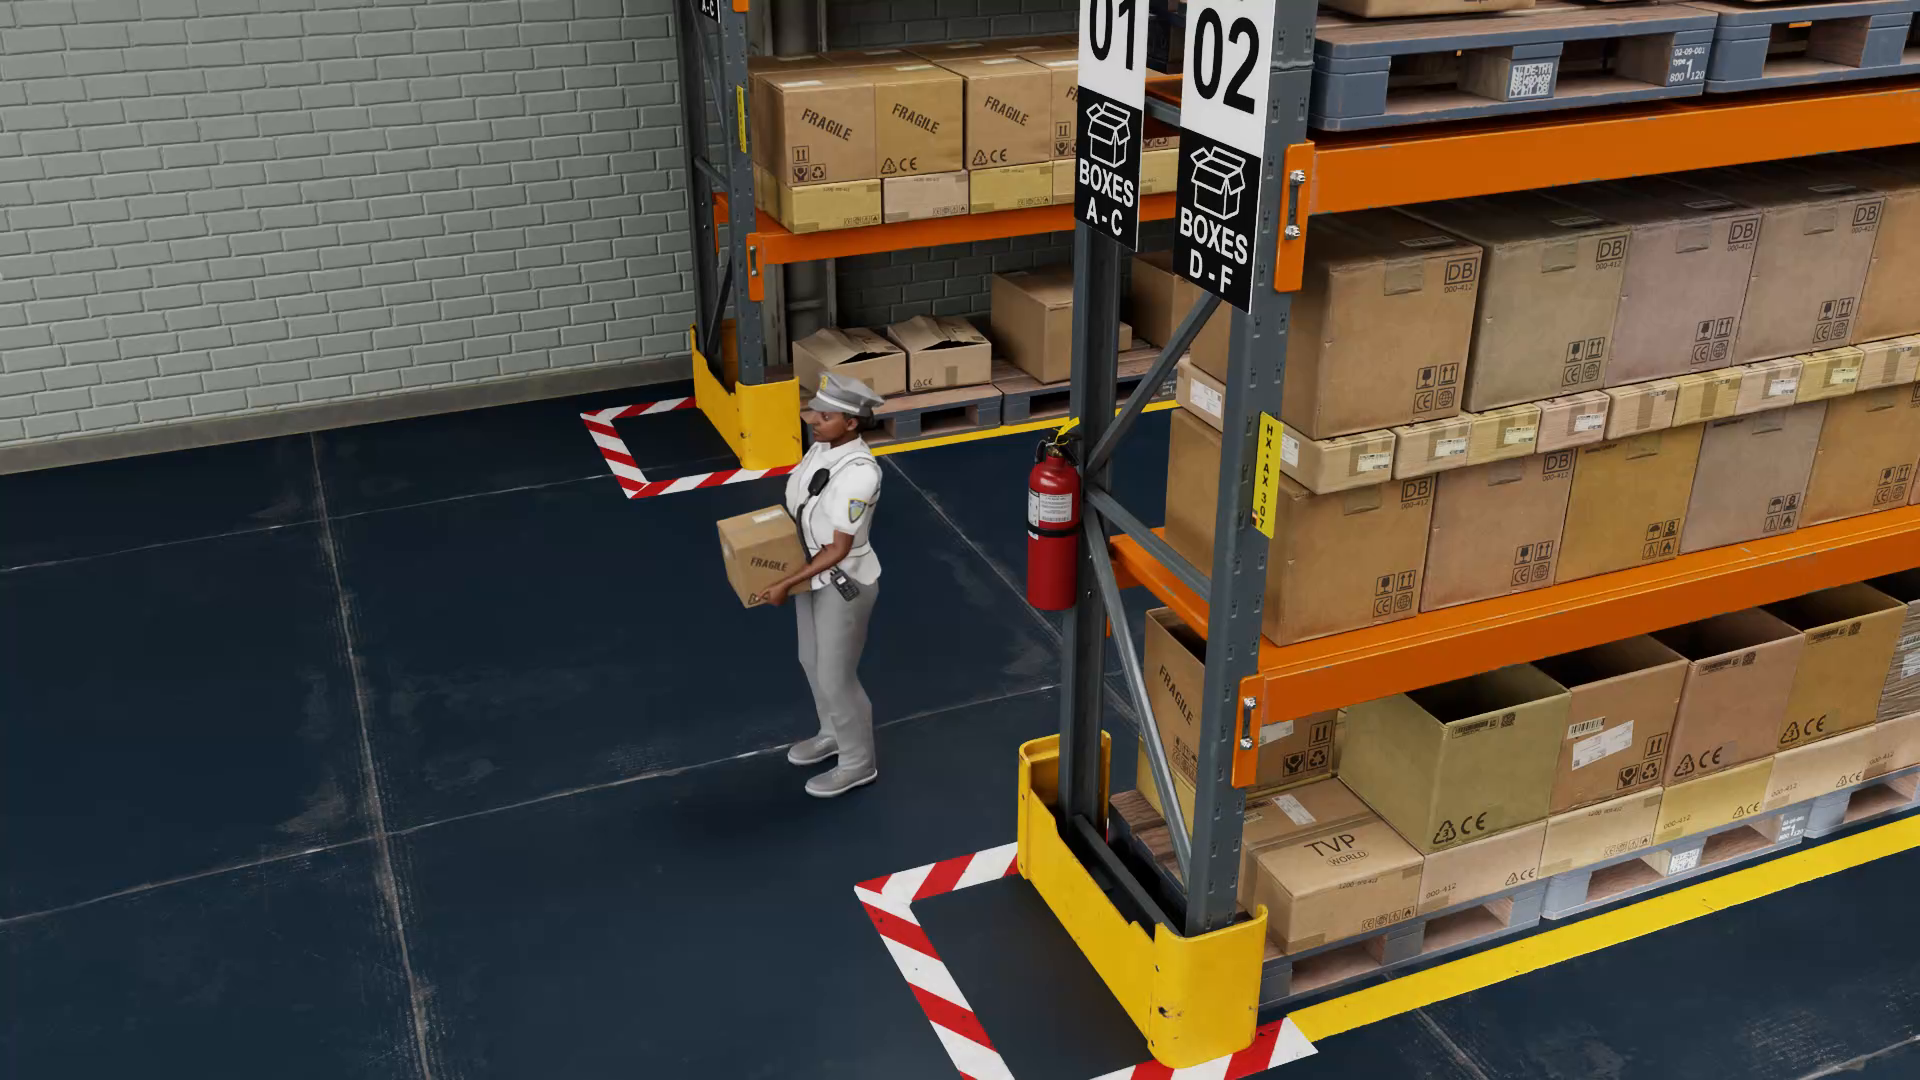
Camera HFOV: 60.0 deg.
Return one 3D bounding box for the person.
[{"bbox_3d":[-0.537,0.165,6.242,0.533,1.689,0.449,-11,28,-20],"label":"person"}]
